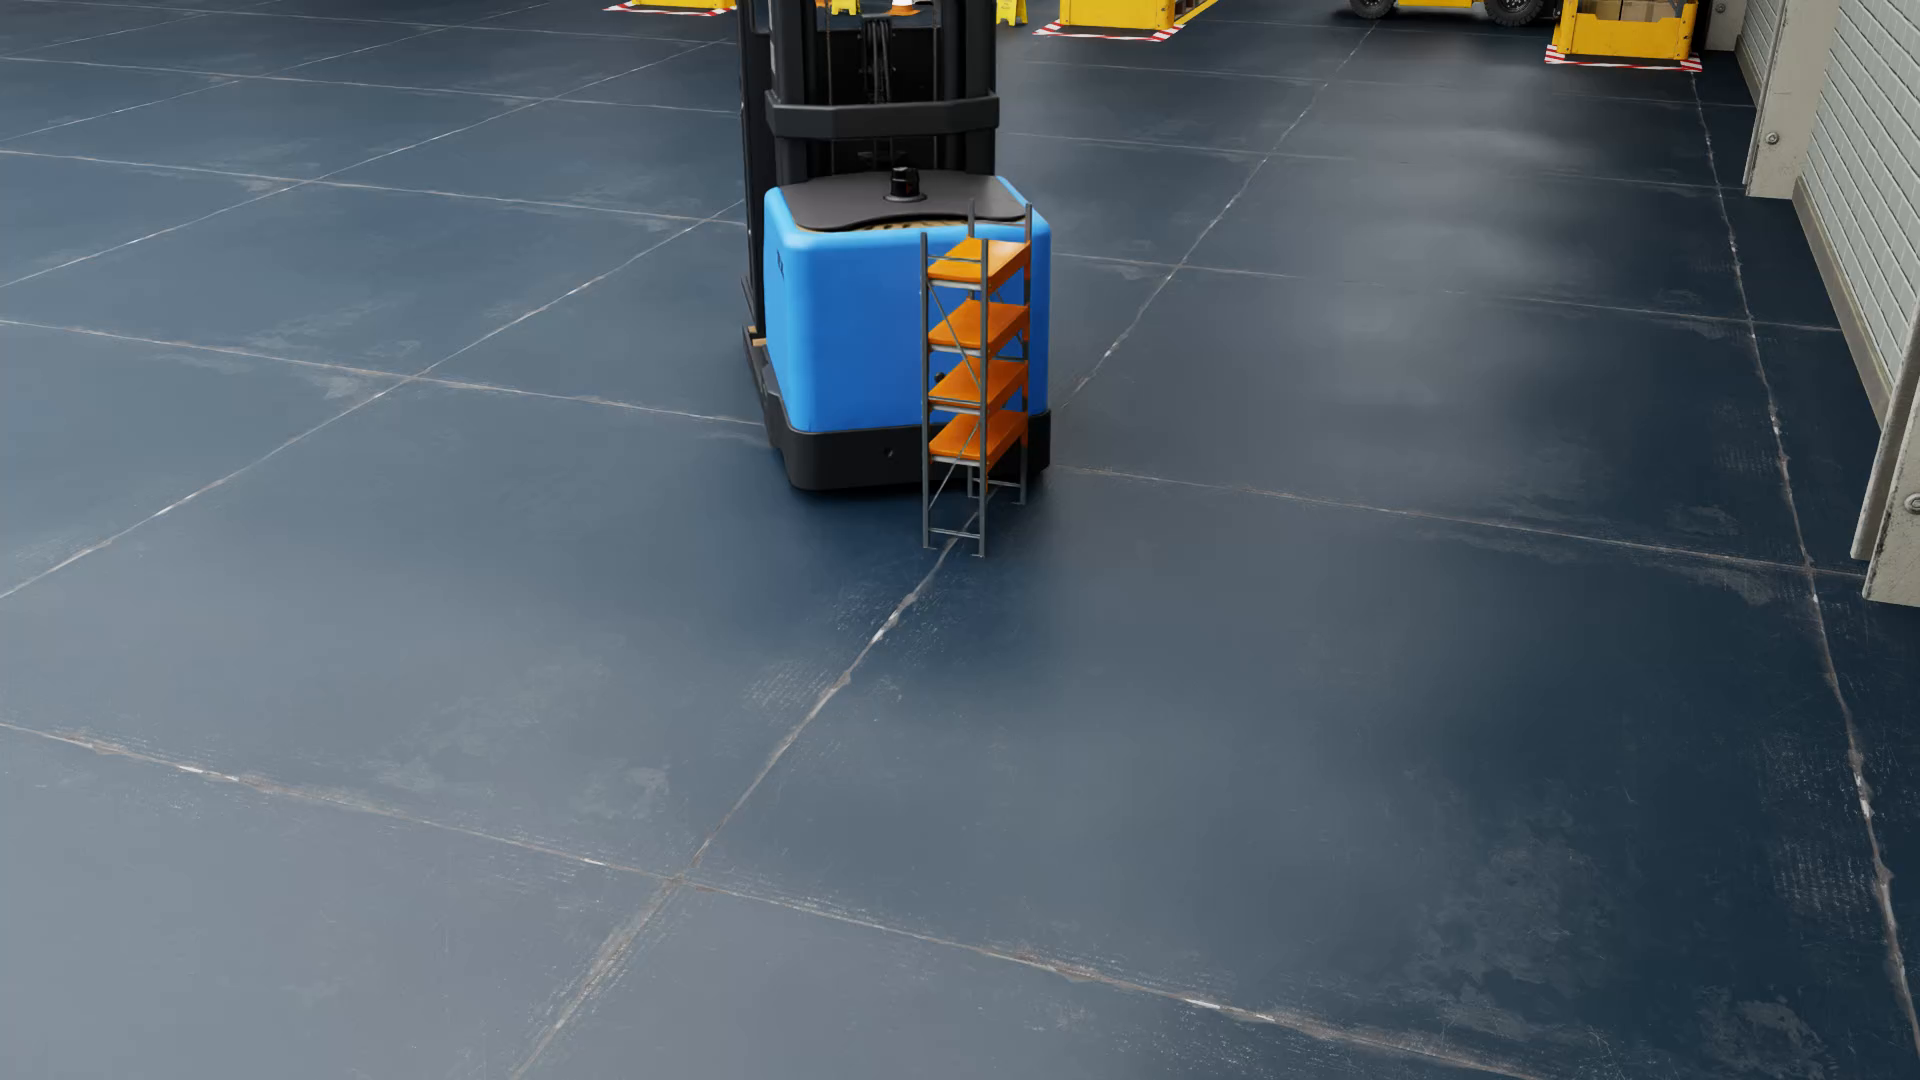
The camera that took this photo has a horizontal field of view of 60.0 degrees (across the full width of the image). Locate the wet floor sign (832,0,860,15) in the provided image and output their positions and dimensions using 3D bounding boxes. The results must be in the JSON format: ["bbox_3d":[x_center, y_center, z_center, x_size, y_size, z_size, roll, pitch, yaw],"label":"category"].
[{"bbox_3d":[-1.238,-6.014,17.931,0.267,0.644,0.232,4,26,8],"label":"wet floor sign"}]

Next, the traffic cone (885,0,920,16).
[{"bbox_3d":[-0.627,-5.940,17.987,0.336,0.463,0.334,9,27,17],"label":"traffic cone"}]

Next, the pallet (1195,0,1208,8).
[{"bbox_3d":[2.343,-6.301,19.022,1.003,0.211,1.213,9,27,17],"label":"pallet"}]

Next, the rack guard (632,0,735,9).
[{"bbox_3d":[-3.103,-6.238,18.560,1.175,0.500,0.348,9,27,17],"label":"rack guard"}]

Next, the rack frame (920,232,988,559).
[{"bbox_3d":[-0.020,-0.491,5.888,0.240,1.200,0.015,9,27,18],"label":"rack frame"}]

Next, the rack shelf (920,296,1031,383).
[{"bbox_3d":[0.063,-0.732,6.026,0.258,0.148,0.480,9,27,18],"label":"rack shelf"}]

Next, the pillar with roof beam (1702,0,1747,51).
[{"bbox_3d":[3.310,-9.458,15.458,9.100,9.000,0.400,9,27,17],"label":"pillar with roof beam"}]

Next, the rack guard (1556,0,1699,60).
[{"bbox_3d":[6.280,-4.843,15.680,1.175,0.500,0.348,9,27,17],"label":"rack guard"}]

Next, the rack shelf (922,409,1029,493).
[{"bbox_3d":[0.063,-0.352,6.210,0.258,0.148,0.480,9,27,18],"label":"rack shelf"}]

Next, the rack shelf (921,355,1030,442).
[{"bbox_3d":[0.063,-0.531,6.124,0.258,0.148,0.480,9,27,18],"label":"rack shelf"}]

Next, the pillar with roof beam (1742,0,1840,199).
[{"bbox_3d":[1.314,-6.992,10.366,9.100,9.000,0.400,9,27,17],"label":"pillar with roof beam"}]

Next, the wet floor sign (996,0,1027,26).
[{"bbox_3d":[0.534,-5.714,17.311,0.267,0.644,0.232,20,32,35],"label":"wet floor sign"}]

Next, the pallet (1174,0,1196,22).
[{"bbox_3d":[1.935,-5.801,17.990,1.003,0.211,1.213,9,27,17],"label":"pallet"}]

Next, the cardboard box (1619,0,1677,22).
[{"bbox_3d":[6.636,-5.103,16.021,0.500,0.250,0.500,9,27,18],"label":"cardboard box"}]

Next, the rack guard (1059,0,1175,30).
[{"bbox_3d":[1.632,-5.603,17.248,1.175,0.500,0.348,9,27,17],"label":"rack guard"}]

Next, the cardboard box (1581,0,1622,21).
[{"bbox_3d":[6.147,-5.169,16.156,0.500,0.250,0.500,9,27,18],"label":"cardboard box"}]

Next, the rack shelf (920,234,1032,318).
[{"bbox_3d":[0.063,-0.945,5.923,0.258,0.148,0.480,9,27,18],"label":"rack shelf"}]

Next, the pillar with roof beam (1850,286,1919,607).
[{"bbox_3d":[-0.683,-4.527,5.273,9.100,9.000,0.400,9,27,17],"label":"pillar with roof beam"}]

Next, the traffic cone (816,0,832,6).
[{"bbox_3d":[-1.579,-6.243,18.614,0.336,0.463,0.334,9,27,17],"label":"traffic cone"}]

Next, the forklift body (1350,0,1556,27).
[{"bbox_3d":[5.199,-6.640,17.496,2.313,2.155,1.214,9,27,17],"label":"forklift body"}]

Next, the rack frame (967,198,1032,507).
[{"bbox_3d":[0.145,-0.691,6.301,0.240,1.200,0.015,9,27,18],"label":"rack frame"}]

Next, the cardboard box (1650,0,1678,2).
[{"bbox_3d":[6.641,-5.318,15.891,0.500,0.250,0.500,9,27,18],"label":"cardboard box"}]

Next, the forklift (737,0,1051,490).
[{"bbox_3d":[-0.438,-2.131,7.288,1.130,2.935,3.031,-5,26,-10],"label":"forklift"}]

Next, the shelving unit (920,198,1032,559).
[{"bbox_3d":[0.063,-0.591,6.094,0.258,1.200,0.503,9,27,18],"label":"shelving unit"}]

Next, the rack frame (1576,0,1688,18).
[{"bbox_3d":[6.288,-5.978,15.155,1.000,3.000,0.127,9,27,17],"label":"rack frame"}]

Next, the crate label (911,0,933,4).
[{"bbox_3d":[-0.424,-6.125,18.744,0.250,0.136,0.298,-5,26,-9],"label":"crate label"}]
